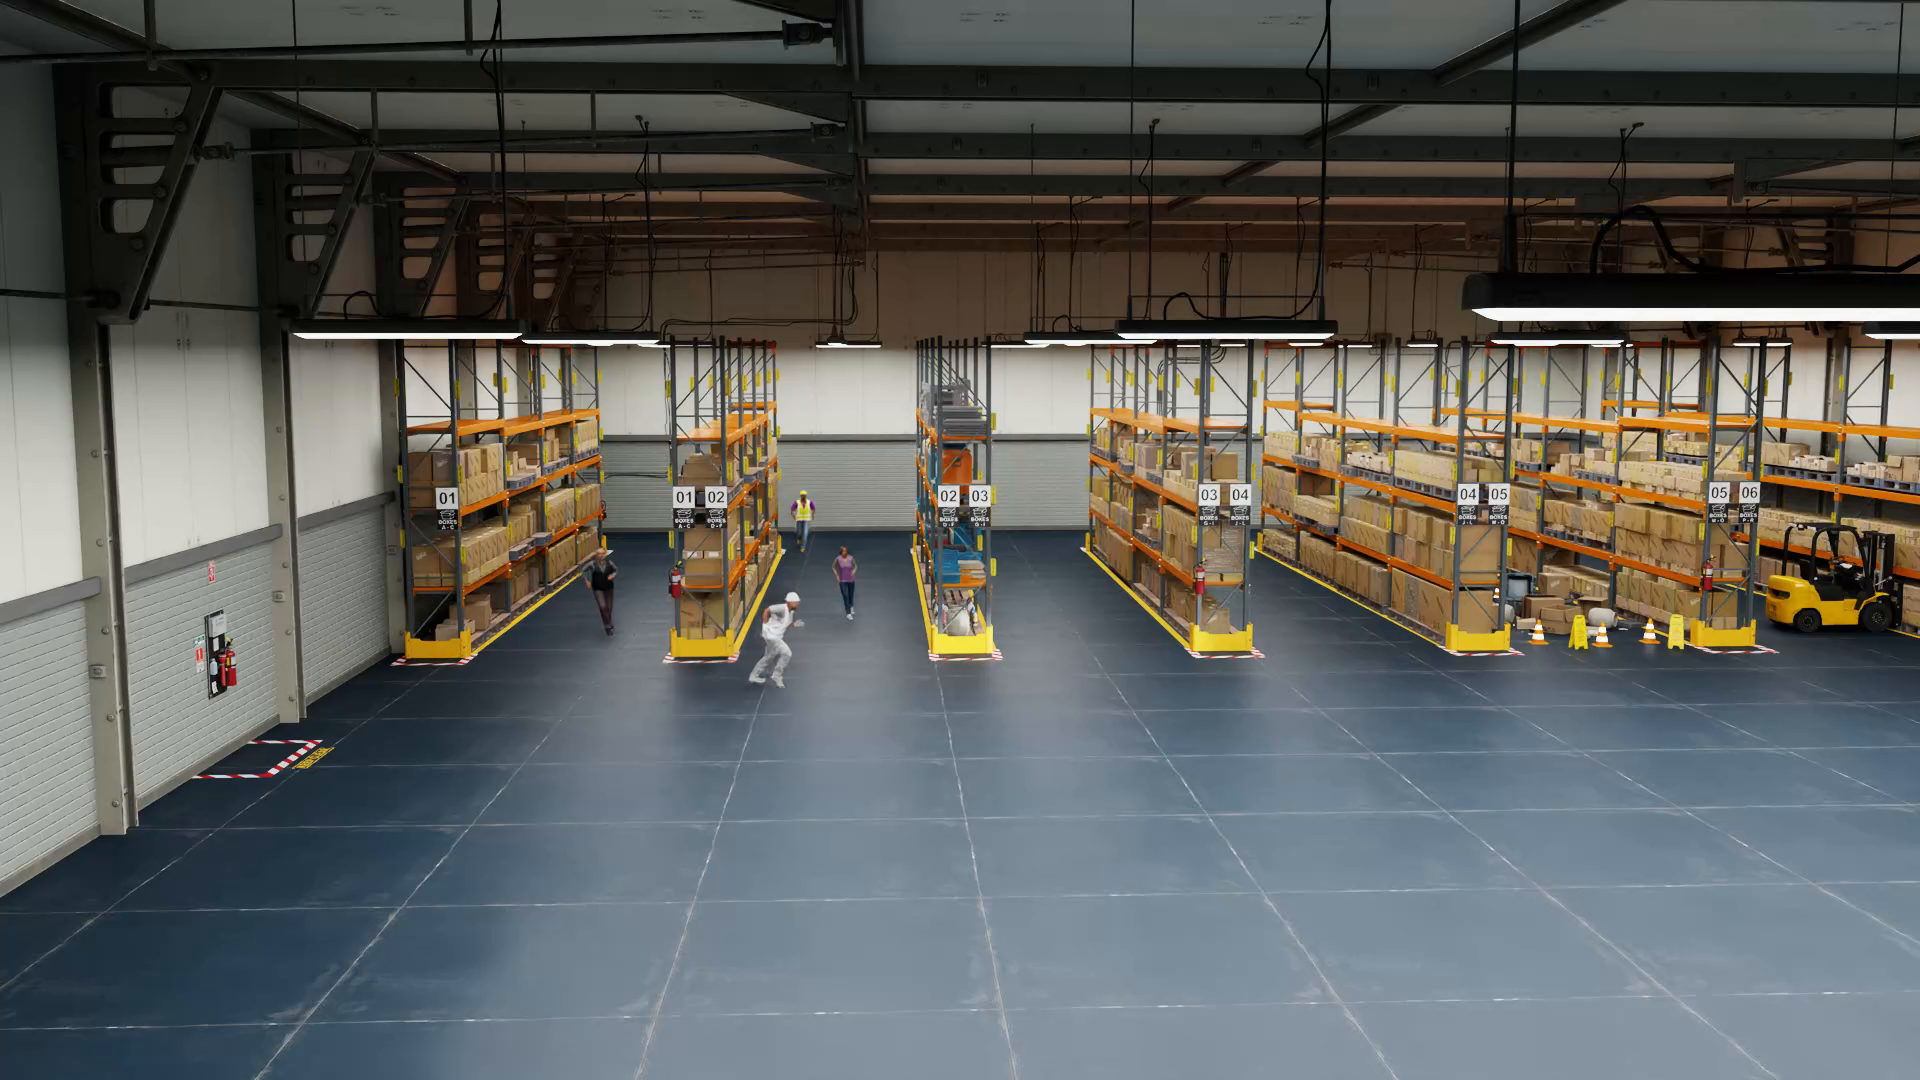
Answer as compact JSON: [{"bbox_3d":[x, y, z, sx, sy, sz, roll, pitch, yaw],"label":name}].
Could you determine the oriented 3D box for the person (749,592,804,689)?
[{"bbox_3d":[-3.153,1.715,28.289,0.993,1.683,0.728,2,7,14],"label":"person"}]

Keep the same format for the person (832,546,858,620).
[{"bbox_3d":[-2.474,0.882,35.690,0.560,1.568,0.779,0,6,-3],"label":"person"}]

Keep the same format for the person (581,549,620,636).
[{"bbox_3d":[-7.265,1.050,33.715,0.738,1.766,0.794,-3,7,-26],"label":"person"}]

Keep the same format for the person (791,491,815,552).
[{"bbox_3d":[-4.500,-0.548,47.736,0.713,1.747,0.848,-1,7,-7],"label":"person"}]

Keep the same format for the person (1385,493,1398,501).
[{"bbox_3d":[12.928,-0.710,49.364,0.794,1.712,0.710,-1,7,-6],"label":"person"}]
